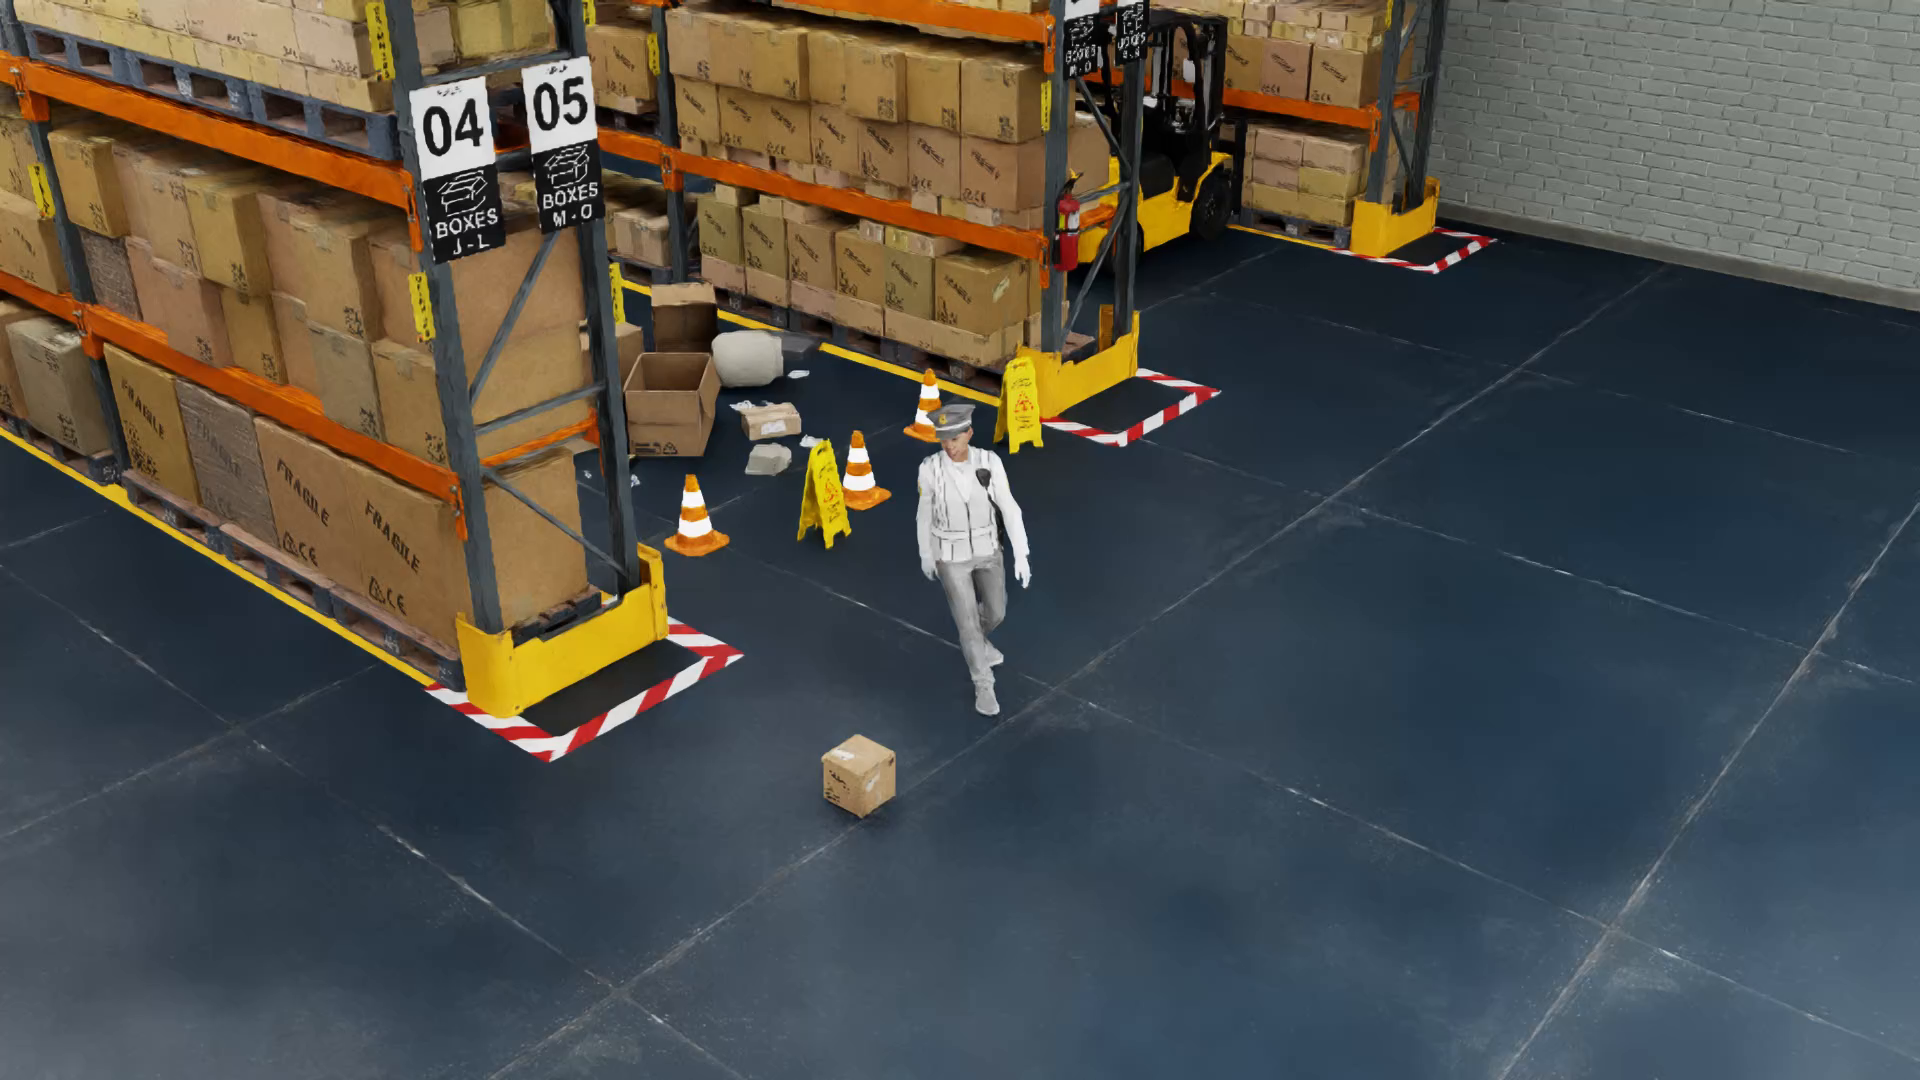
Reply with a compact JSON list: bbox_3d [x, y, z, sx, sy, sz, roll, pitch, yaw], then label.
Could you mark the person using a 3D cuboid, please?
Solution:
[{"bbox_3d":[0.040,0.053,8.507,0.511,1.657,0.632,-8,29,-15],"label":"person"}]
